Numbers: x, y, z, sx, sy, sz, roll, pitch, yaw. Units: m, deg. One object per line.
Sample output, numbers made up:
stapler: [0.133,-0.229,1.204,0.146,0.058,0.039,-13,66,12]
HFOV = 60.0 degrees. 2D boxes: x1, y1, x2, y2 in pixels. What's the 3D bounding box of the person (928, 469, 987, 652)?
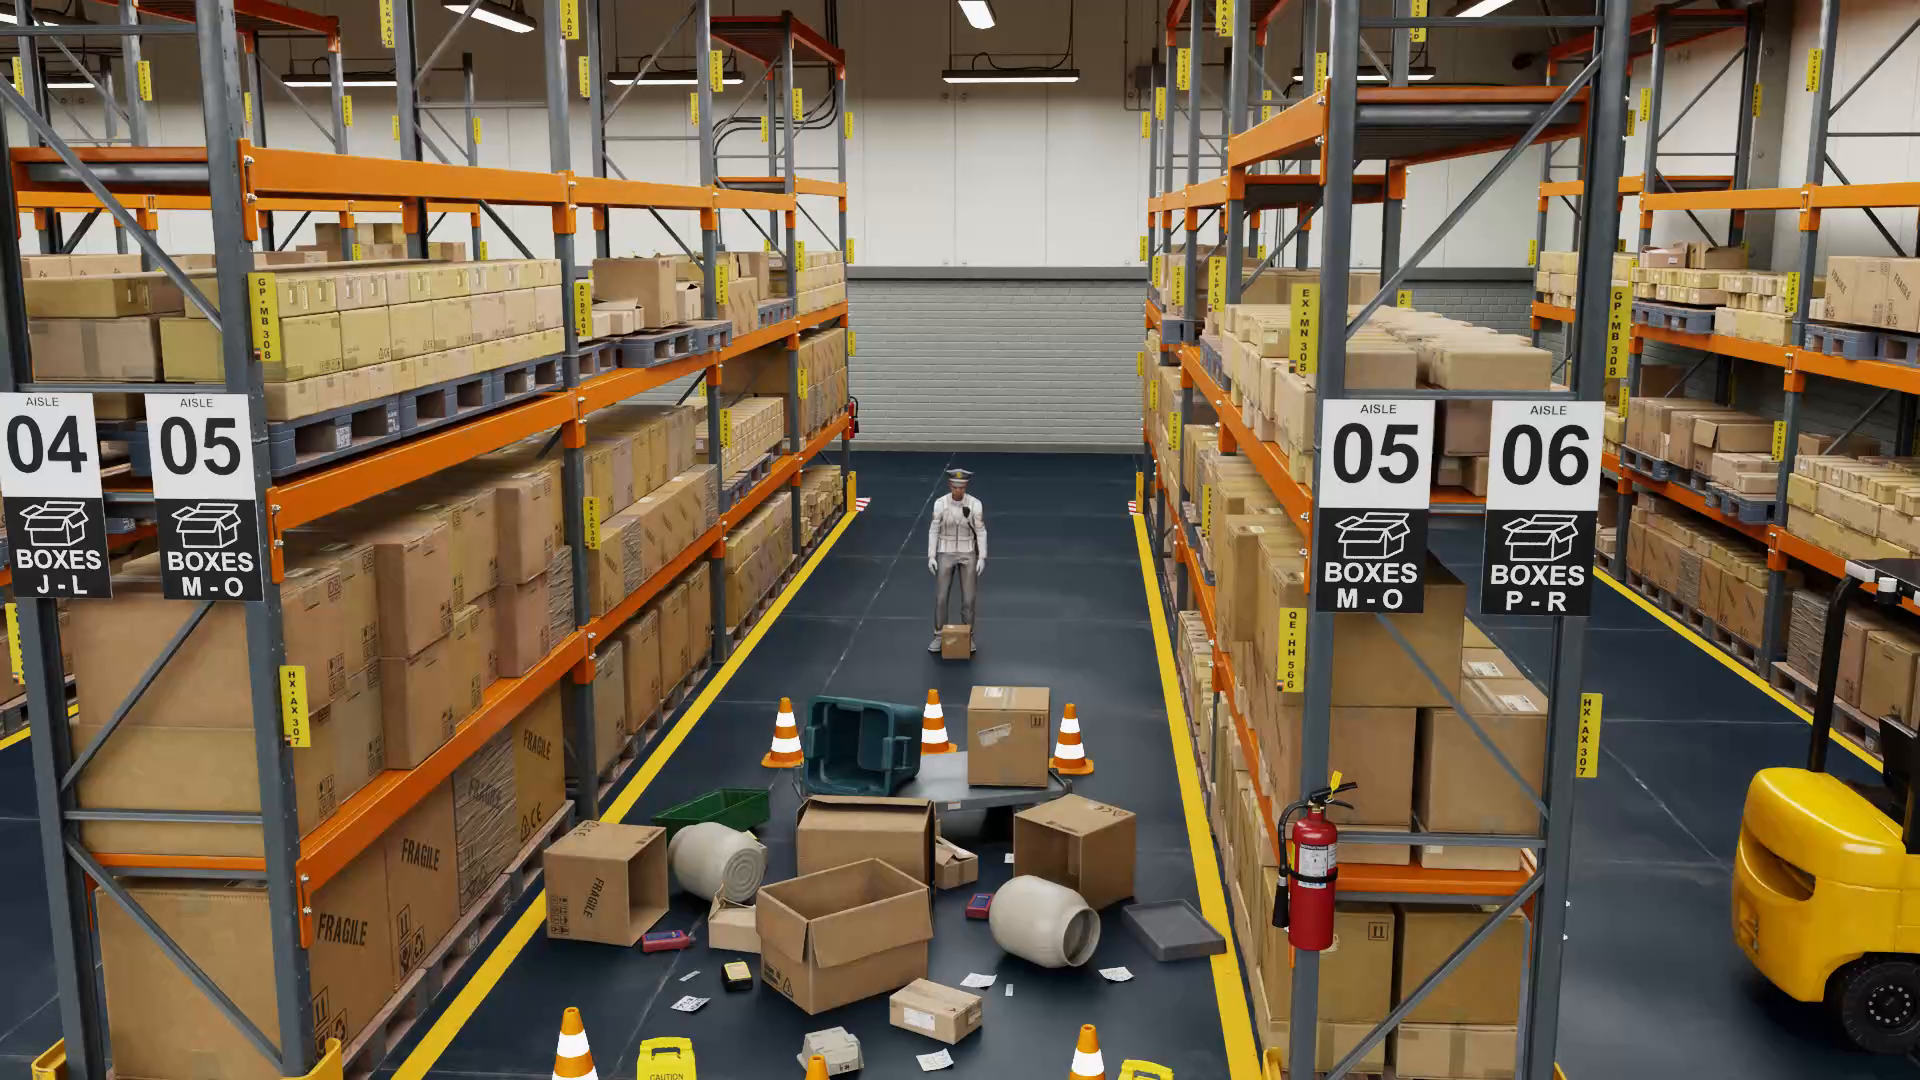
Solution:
person: [-0.023,0.175,15.008,0.533,1.663,0.379,1,11,3]
